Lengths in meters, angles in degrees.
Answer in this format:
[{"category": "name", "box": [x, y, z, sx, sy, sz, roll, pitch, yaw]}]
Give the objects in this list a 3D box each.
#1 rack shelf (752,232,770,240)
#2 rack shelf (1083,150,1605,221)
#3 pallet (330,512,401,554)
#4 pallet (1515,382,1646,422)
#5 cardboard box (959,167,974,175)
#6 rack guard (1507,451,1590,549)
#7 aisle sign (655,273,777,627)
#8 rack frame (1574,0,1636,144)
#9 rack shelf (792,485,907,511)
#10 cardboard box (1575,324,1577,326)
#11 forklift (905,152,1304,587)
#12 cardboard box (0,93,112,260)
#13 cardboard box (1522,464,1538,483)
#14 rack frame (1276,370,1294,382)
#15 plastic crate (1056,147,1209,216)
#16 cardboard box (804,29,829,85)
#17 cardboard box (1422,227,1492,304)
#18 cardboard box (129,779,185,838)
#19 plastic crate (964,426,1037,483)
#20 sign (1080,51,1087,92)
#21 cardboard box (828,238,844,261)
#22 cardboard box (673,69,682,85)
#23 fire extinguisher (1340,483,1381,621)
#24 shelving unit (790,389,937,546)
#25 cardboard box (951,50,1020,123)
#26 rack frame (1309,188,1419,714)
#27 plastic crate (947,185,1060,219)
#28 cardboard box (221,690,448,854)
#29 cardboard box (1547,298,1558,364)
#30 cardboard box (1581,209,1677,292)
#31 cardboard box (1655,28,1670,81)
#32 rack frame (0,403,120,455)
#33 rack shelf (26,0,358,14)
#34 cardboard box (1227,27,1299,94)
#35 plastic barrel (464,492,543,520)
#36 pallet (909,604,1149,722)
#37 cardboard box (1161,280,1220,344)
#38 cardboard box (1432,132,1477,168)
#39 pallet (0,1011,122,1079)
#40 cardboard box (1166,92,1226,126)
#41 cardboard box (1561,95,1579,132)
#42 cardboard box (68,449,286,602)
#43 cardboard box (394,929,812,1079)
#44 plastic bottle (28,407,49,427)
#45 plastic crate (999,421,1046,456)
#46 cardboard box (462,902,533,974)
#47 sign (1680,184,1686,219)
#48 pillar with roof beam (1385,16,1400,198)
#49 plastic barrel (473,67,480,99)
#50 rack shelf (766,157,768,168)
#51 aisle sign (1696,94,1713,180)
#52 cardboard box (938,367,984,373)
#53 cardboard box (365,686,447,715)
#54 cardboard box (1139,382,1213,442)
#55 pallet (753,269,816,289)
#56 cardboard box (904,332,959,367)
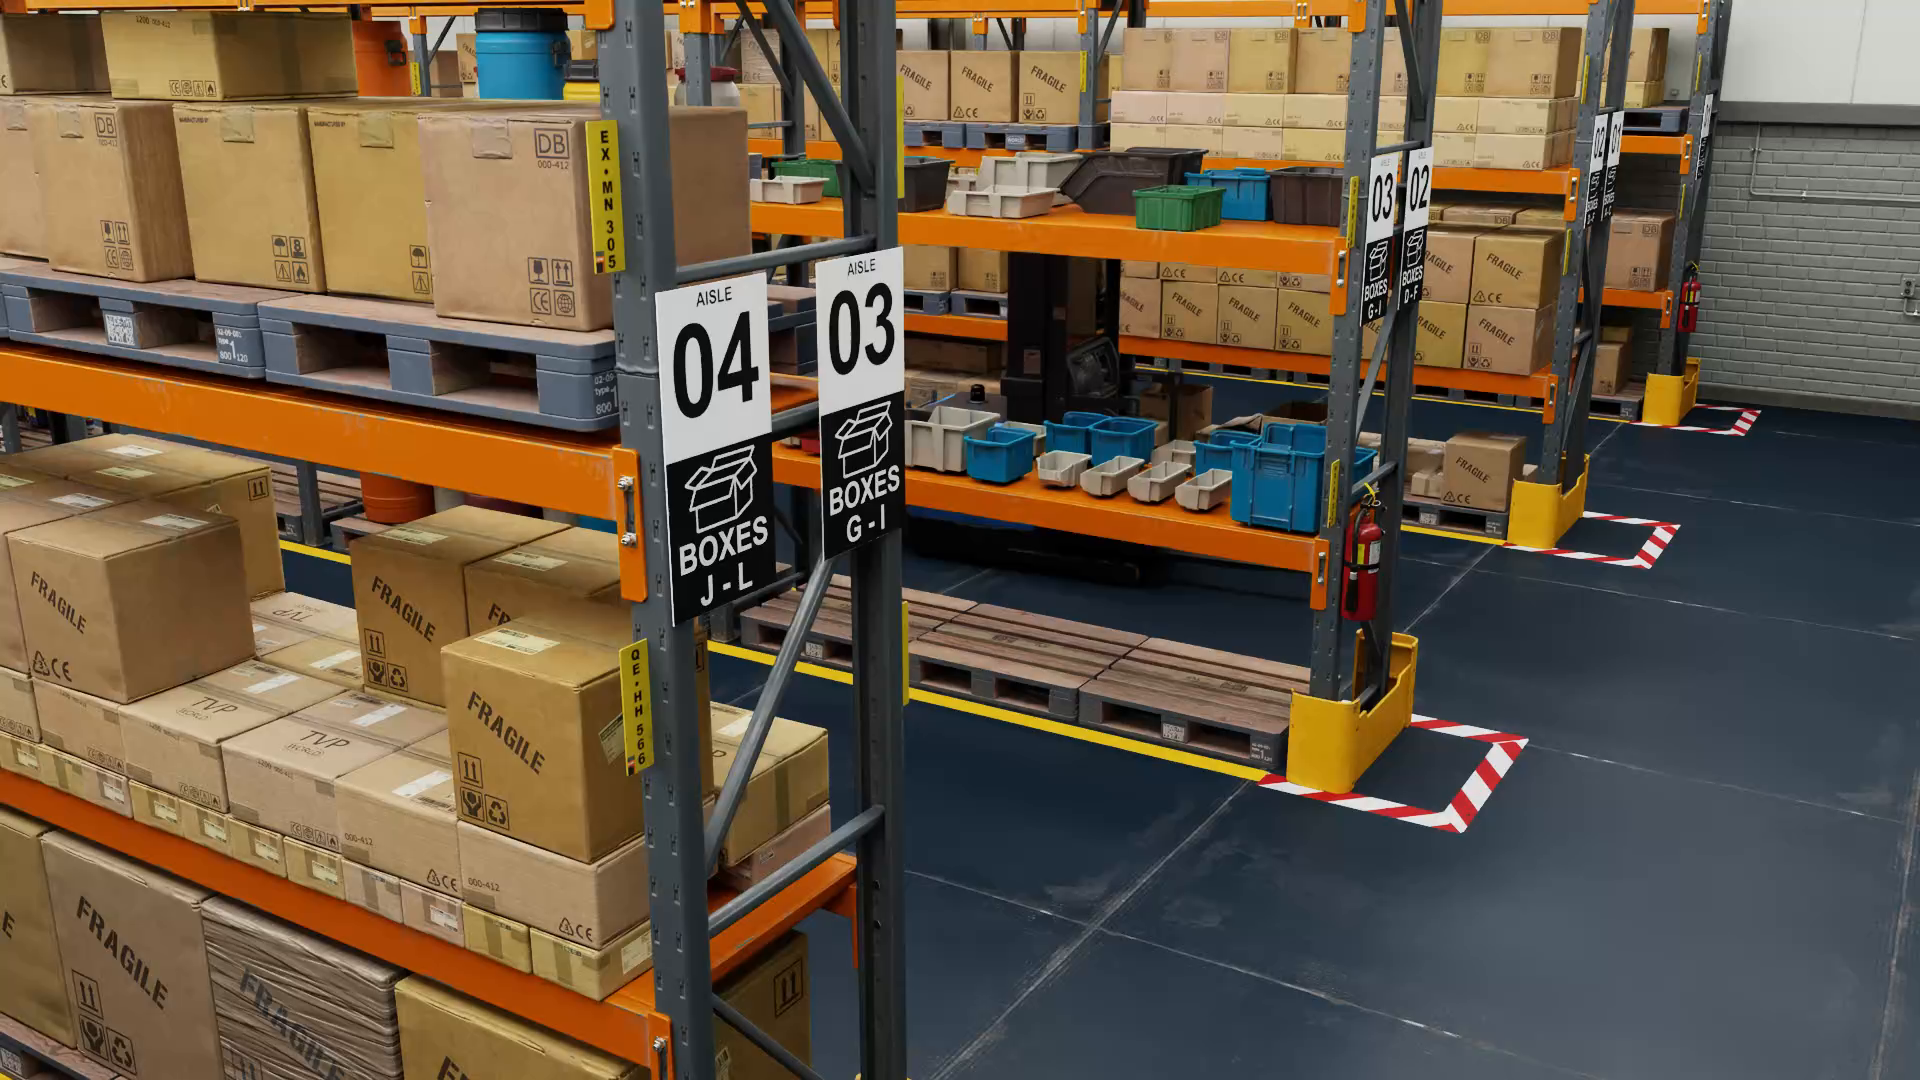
[{"category": "rack shelf", "box": [-1.222, -3.919, 21.861, 4.000, 0.370, 1.077, 10, 20, 30]}, {"category": "rack shelf", "box": [3.006, -2.910, 13.379, 4.000, 0.370, 1.077, 10, 20, 30]}, {"category": "pallet", "box": [-4.009, -0.062, 12.722, 1.213, 0.211, 1.003, 10, 20, 30]}, {"category": "pallet", "box": [6.577, -1.511, 17.491, 1.213, 0.211, 1.003, 10, 20, 30]}, {"category": "cardboard box", "box": [0.172, -4.573, 20.731, 0.250, 0.149, 0.380, 7, 18, 23]}, {"category": "rack guard", "box": [4.645, -0.331, 13.110, 0.348, 0.500, 1.175, 10, 20, 30]}, {"category": "aisle sign", "box": [-0.573, -0.221, 3.975, 0.004, 0.787, 0.394, 10, 20, 30]}, {"category": "rack frame", "box": [4.710, -4.386, 11.836, 0.127, 3.000, 1.000, 10, 20, 30]}, {"category": "rack shelf", "box": [-0.753, -0.387, 13.062, 1.000, 0.278, 0.538, 8, 19, 24]}, {"category": "cardboard box", "box": [6.227, -2.153, 17.269, 0.250, 0.149, 0.380, 11, 20, 32]}, {"category": "forklift", "box": [1.145, -1.248, 11.946, 3.031, 2.935, 1.130, 8, 19, 24]}, {"category": "cardboard box", "box": [-2.732, -1.216, 5.494, 0.500, 0.500, 0.700, 11, 20, 33]}, {"category": "cardboard box", "box": [4.533, -0.510, 13.549, 0.250, 0.149, 0.380, 10, 20, 30]}, {"category": "rack frame", "box": [3.891, -3.351, 18.752, 0.127, 3.000, 1.000, 10, 20, 30]}, {"category": "plastic crate", "box": [0.956, -1.995, 9.234, 0.767, 0.338, 0.504, 10, 20, 30]}, {"category": "cardboard box", "box": [-1.304, -4.548, 15.640, 0.500, 0.500, 0.500, 10, 20, 30]}, {"category": "cardboard box", "box": [3.756, -2.118, 12.800, 0.500, 0.500, 0.500, 11, 20, 32]}, {"category": "cardboard box", "box": [-2.479, 0.814, 5.474, 0.250, 0.149, 0.380, 9, 19, 28]}, {"category": "plastic crate", "box": [0.230, -0.486, 9.507, 0.300, 0.233, 0.416, 10, 20, 30]}, {"category": "sign", "box": [1.014, -3.857, 13.689, 0.005, 0.325, 0.100, 10, 20, 30]}, {"category": "cardboard box", "box": [-0.832, -2.727, 15.802, 0.500, 0.500, 0.700, 15, 22, 40]}, {"category": "cardboard box", "box": [-3.488, -6.077, 22.357, 0.500, 0.500, 0.500, 11, 20, 32]}, {"category": "fire extinguisher", "box": [2.005, 0.062, 8.291, 0.183, 0.674, 0.296, 10, 20, 30]}, {"category": "shelving unit", "box": [-0.753, -0.621, 12.991, 1.048, 1.125, 0.538, 8, 19, 24]}, {"category": "cardboard box", "box": [0.329, -4.046, 14.814, 0.600, 0.600, 0.600, 10, 19, 29]}, {"category": "rack frame", "box": [2.114, -0.289, 8.672, 0.127, 3.000, 1.000, 10, 20, 30]}, {"category": "plastic crate", "box": [0.224, -1.851, 9.106, 0.530, 0.136, 0.437, 10, 20, 30]}, {"category": "cardboard box", "box": [-1.895, 0.705, 5.147, 0.500, 0.250, 0.500, 9, 19, 28]}, {"category": "cardboard box", "box": [4.470, -1.696, 13.131, 0.500, 0.500, 0.500, 11, 20, 31]}, {"category": "cardboard box", "box": [6.859, -2.961, 16.953, 0.700, 0.700, 0.980, 11, 20, 33]}, {"category": "cardboard box", "box": [6.803, -4.885, 16.713, 0.500, 0.500, 0.500, 9, 19, 28]}, {"category": "rack frame", "box": [-8.111, -2.114, 14.681, 0.127, 3.000, 1.000, 10, 20, 30]}, {"category": "rack shelf", "box": [-6.407, -4.145, 12.970, 4.000, 0.370, 1.077, 10, 20, 30]}, {"category": "cardboard box", "box": [2.517, -3.835, 13.292, 0.500, 0.500, 0.700, 10, 20, 30]}, {"category": "plastic barrel", "box": [-3.315, -0.311, 12.170, 0.708, 0.588, 0.600, 10, 20, 30]}, {"category": "pallet", "box": [0.396, 0.724, 10.133, 1.213, 0.211, 1.003, 10, 20, 30]}, {"category": "cardboard box", "box": [2.031, -1.949, 13.966, 0.500, 0.500, 0.500, 11, 20, 31]}, {"category": "cardboard box", "box": [3.714, -2.970, 12.596, 0.500, 0.250, 0.500, 10, 20, 30]}, {"category": "pallet", "box": [-3.279, 1.799, 6.597, 1.213, 0.211, 1.003, 10, 20, 30]}, {"category": "cardboard box", "box": [2.013, -3.515, 13.530, 0.500, 0.250, 0.500, 10, 20, 30]}, {"category": "cardboard box", "box": [4.408, -3.260, 12.691, 0.500, 0.250, 0.500, 10, 20, 30]}, {"category": "cardboard box", "box": [-2.930, -0.019, 6.239, 0.500, 0.500, 0.500, 10, 20, 31]}, {"category": "cardboard box", "box": [-1.065, 1.676, 5.136, 0.875, 0.875, 0.875, 10, 20, 30]}, {"category": "plastic bottle", "box": [-8.657, -1.247, 15.627, 0.185, 0.351, 0.144, 10, 20, 30]}, {"category": "plastic crate", "box": [0.347, -0.610, 10.077, 0.466, 0.136, 0.293, 10, 20, 30]}, {"category": "cardboard box", "box": [-1.176, 1.046, 4.708, 0.250, 0.149, 0.380, 10, 20, 31]}, {"category": "sign", "box": [7.003, -3.278, 16.111, 0.005, 0.325, 0.100, 10, 20, 30]}, {"category": "pillar with roof beam", "box": [2.687, -5.263, 14.725, 0.400, 9.000, 9.100, 10, 20, 30]}, {"category": "plastic barrel", "box": [-3.113, -2.975, 11.396, 0.433, 0.535, 0.433, 0, 17, 0]}, {"category": "rack shelf", "box": [-3.811, -4.127, 17.384, 4.000, 0.370, 1.077, 10, 20, 30]}, {"category": "aisle sign", "box": [7.203, -3.901, 16.091, 0.004, 0.787, 0.394, 10, 20, 30]}, {"category": "cardboard box", "box": [0.134, -1.428, 15.966, 0.500, 0.500, 0.500, 10, 20, 31]}, {"category": "cardboard box", "box": [-1.618, 0.573, 5.582, 0.500, 0.250, 0.500, 9, 19, 28]}, {"category": "cardboard box", "box": [1.935, -1.122, 14.957, 0.500, 0.500, 0.500, 10, 20, 30]}, {"category": "pallet", "box": [-1.493, -2.555, 16.460, 1.003, 0.211, 1.213, 10, 20, 30]}, {"category": "cardboard box", "box": [-0.263, -1.859, 16.094, 0.500, 0.250, 0.500, 10, 19, 29]}]
